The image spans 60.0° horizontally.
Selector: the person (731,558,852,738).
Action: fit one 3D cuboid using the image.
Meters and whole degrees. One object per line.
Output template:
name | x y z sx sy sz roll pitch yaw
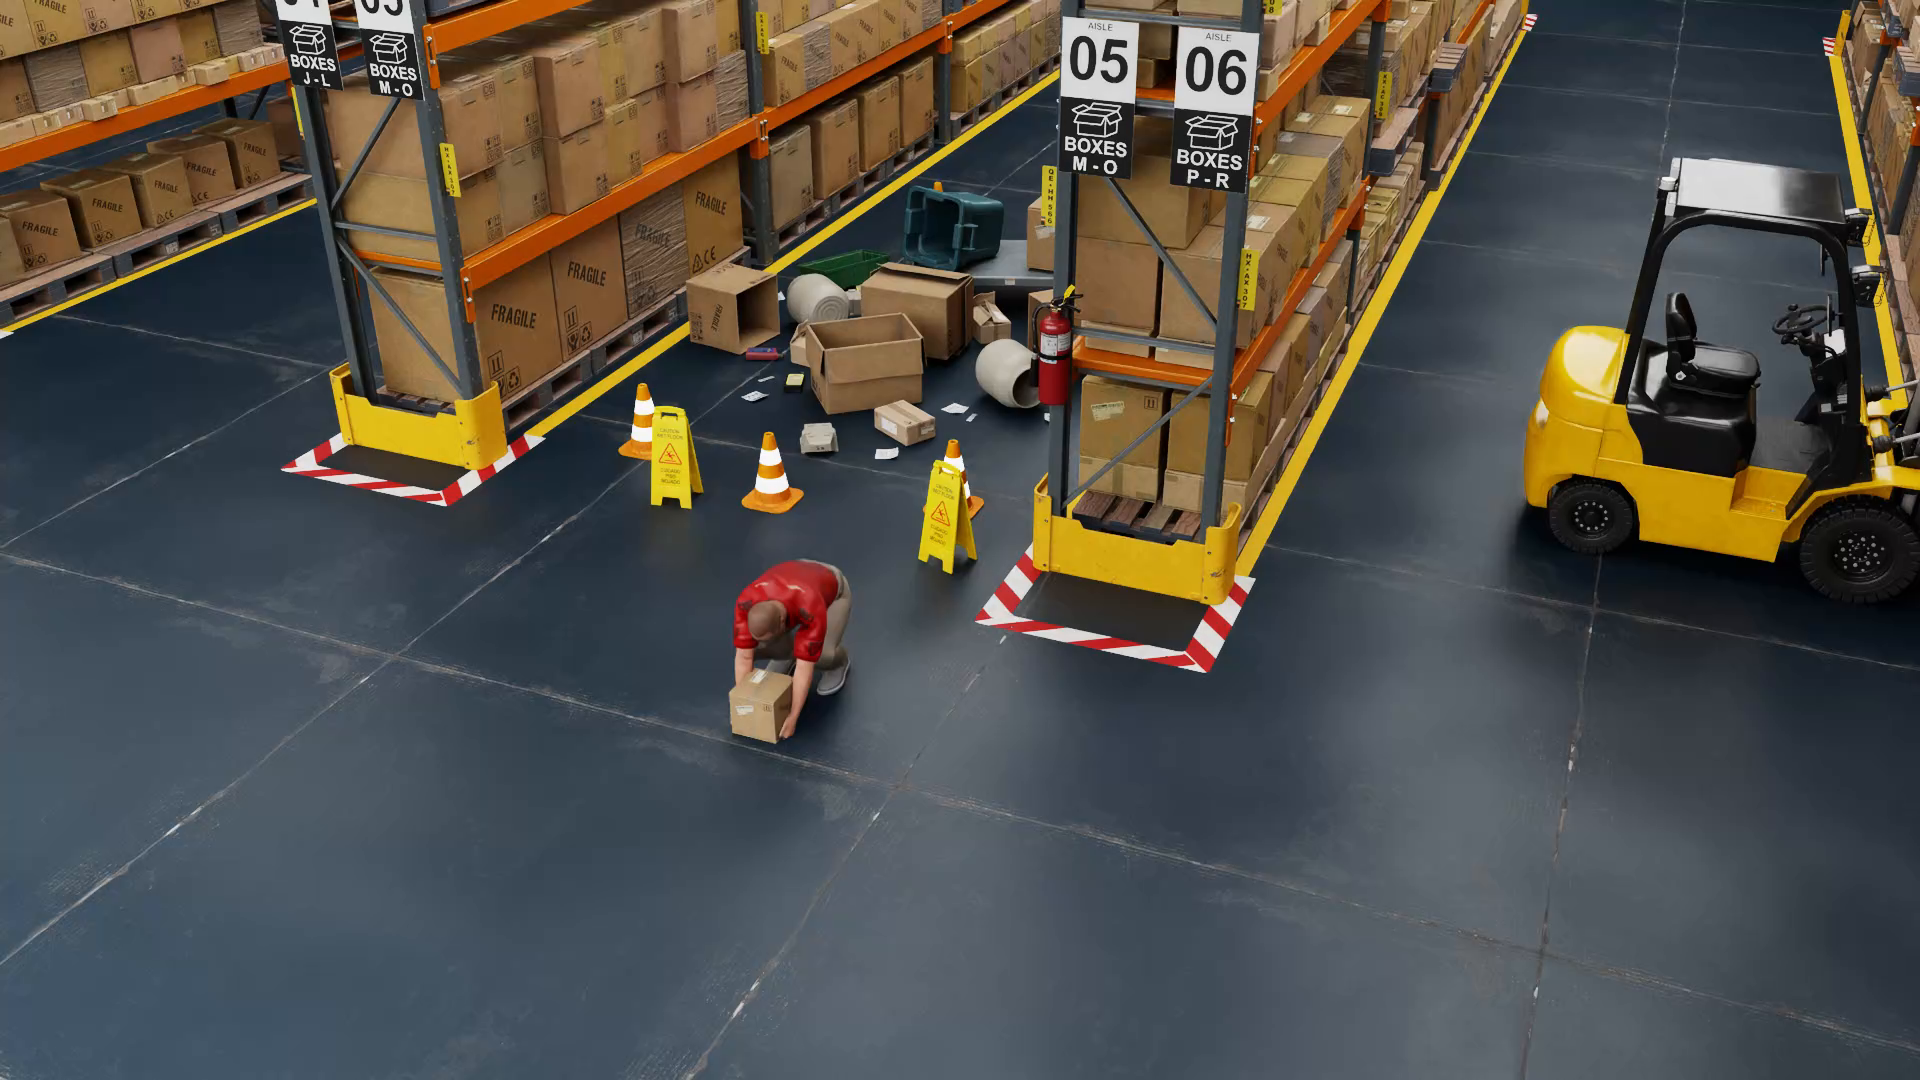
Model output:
person | -0.866 0.491 8.586 0.536 0.825 0.912 11 31 18
